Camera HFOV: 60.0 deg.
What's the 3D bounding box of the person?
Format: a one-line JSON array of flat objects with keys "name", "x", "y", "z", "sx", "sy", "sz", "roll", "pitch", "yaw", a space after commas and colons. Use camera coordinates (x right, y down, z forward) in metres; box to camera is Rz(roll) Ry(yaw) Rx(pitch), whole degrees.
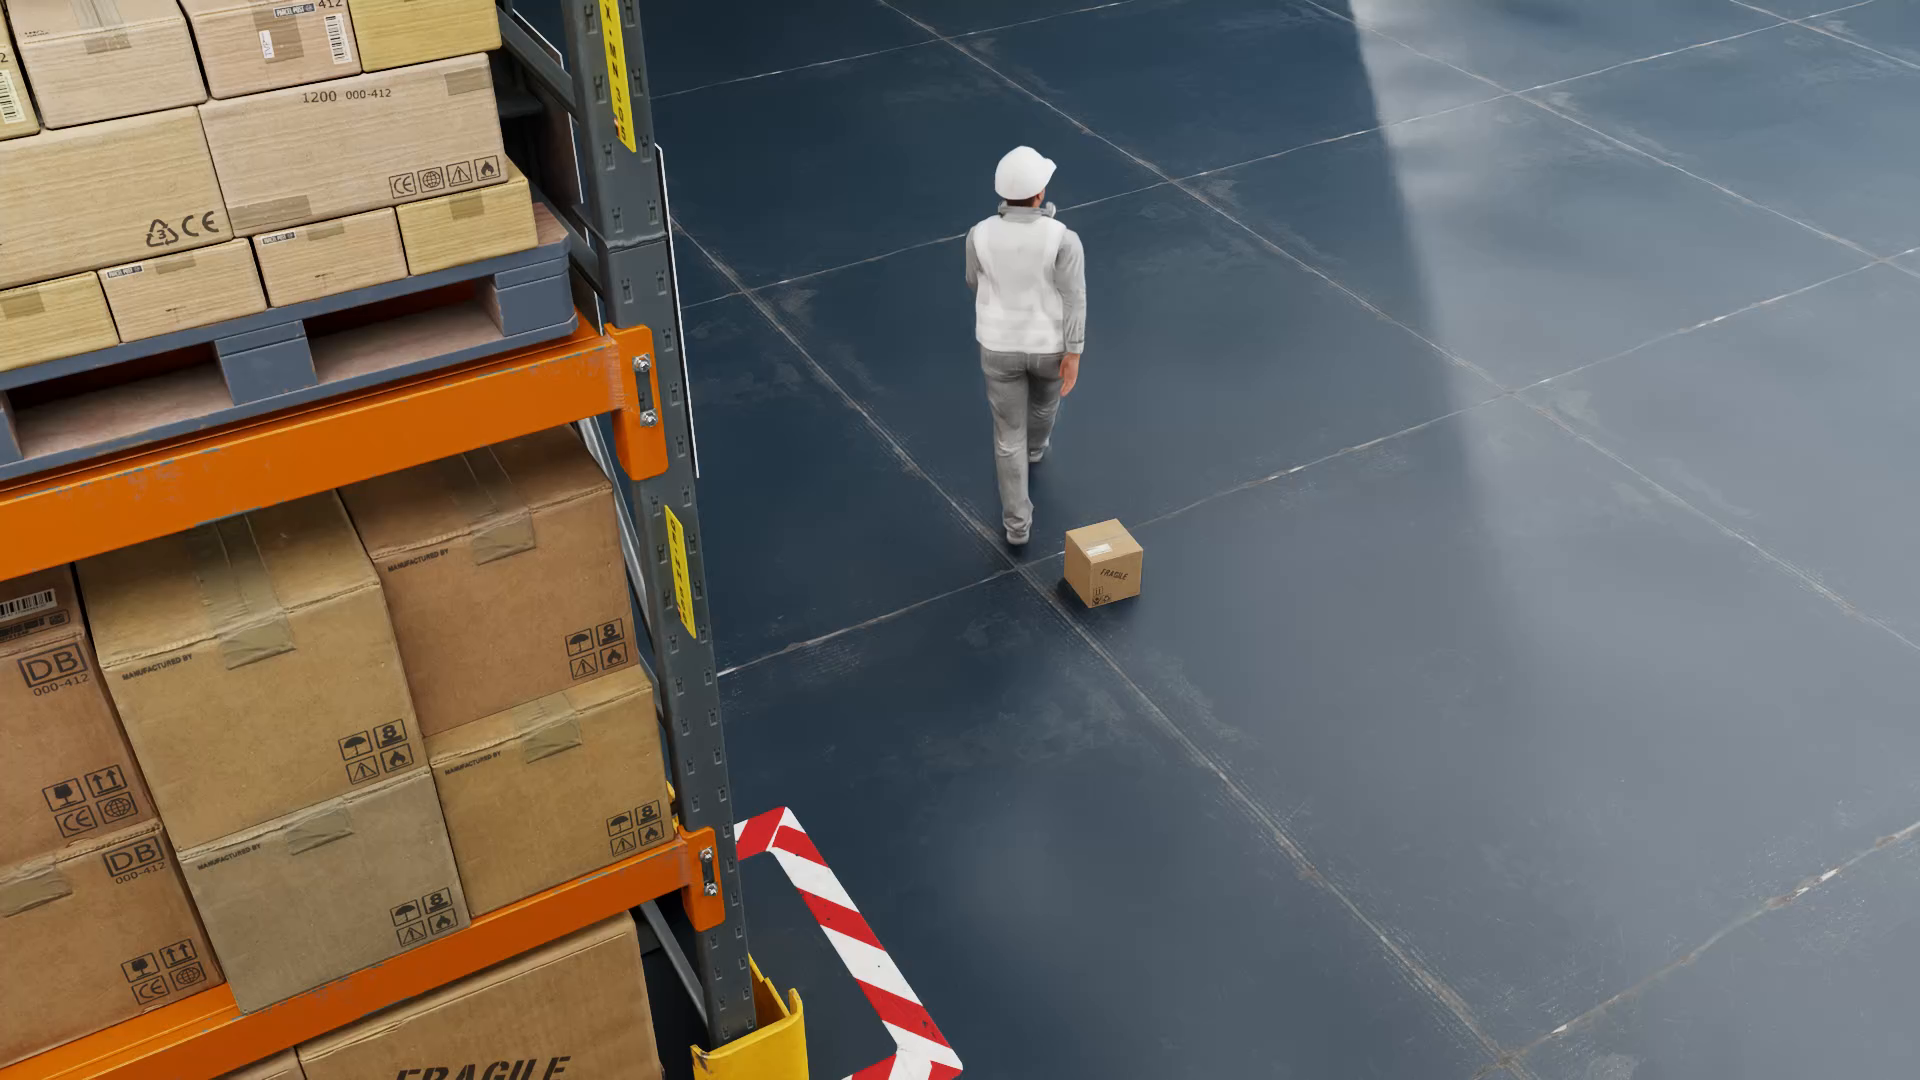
[{"name": "person", "x": 0.282, "y": -0.926, "z": 7.371, "sx": 0.516, "sy": 1.726, "sz": 0.994, "roll": 0, "pitch": 37, "yaw": 0}]
